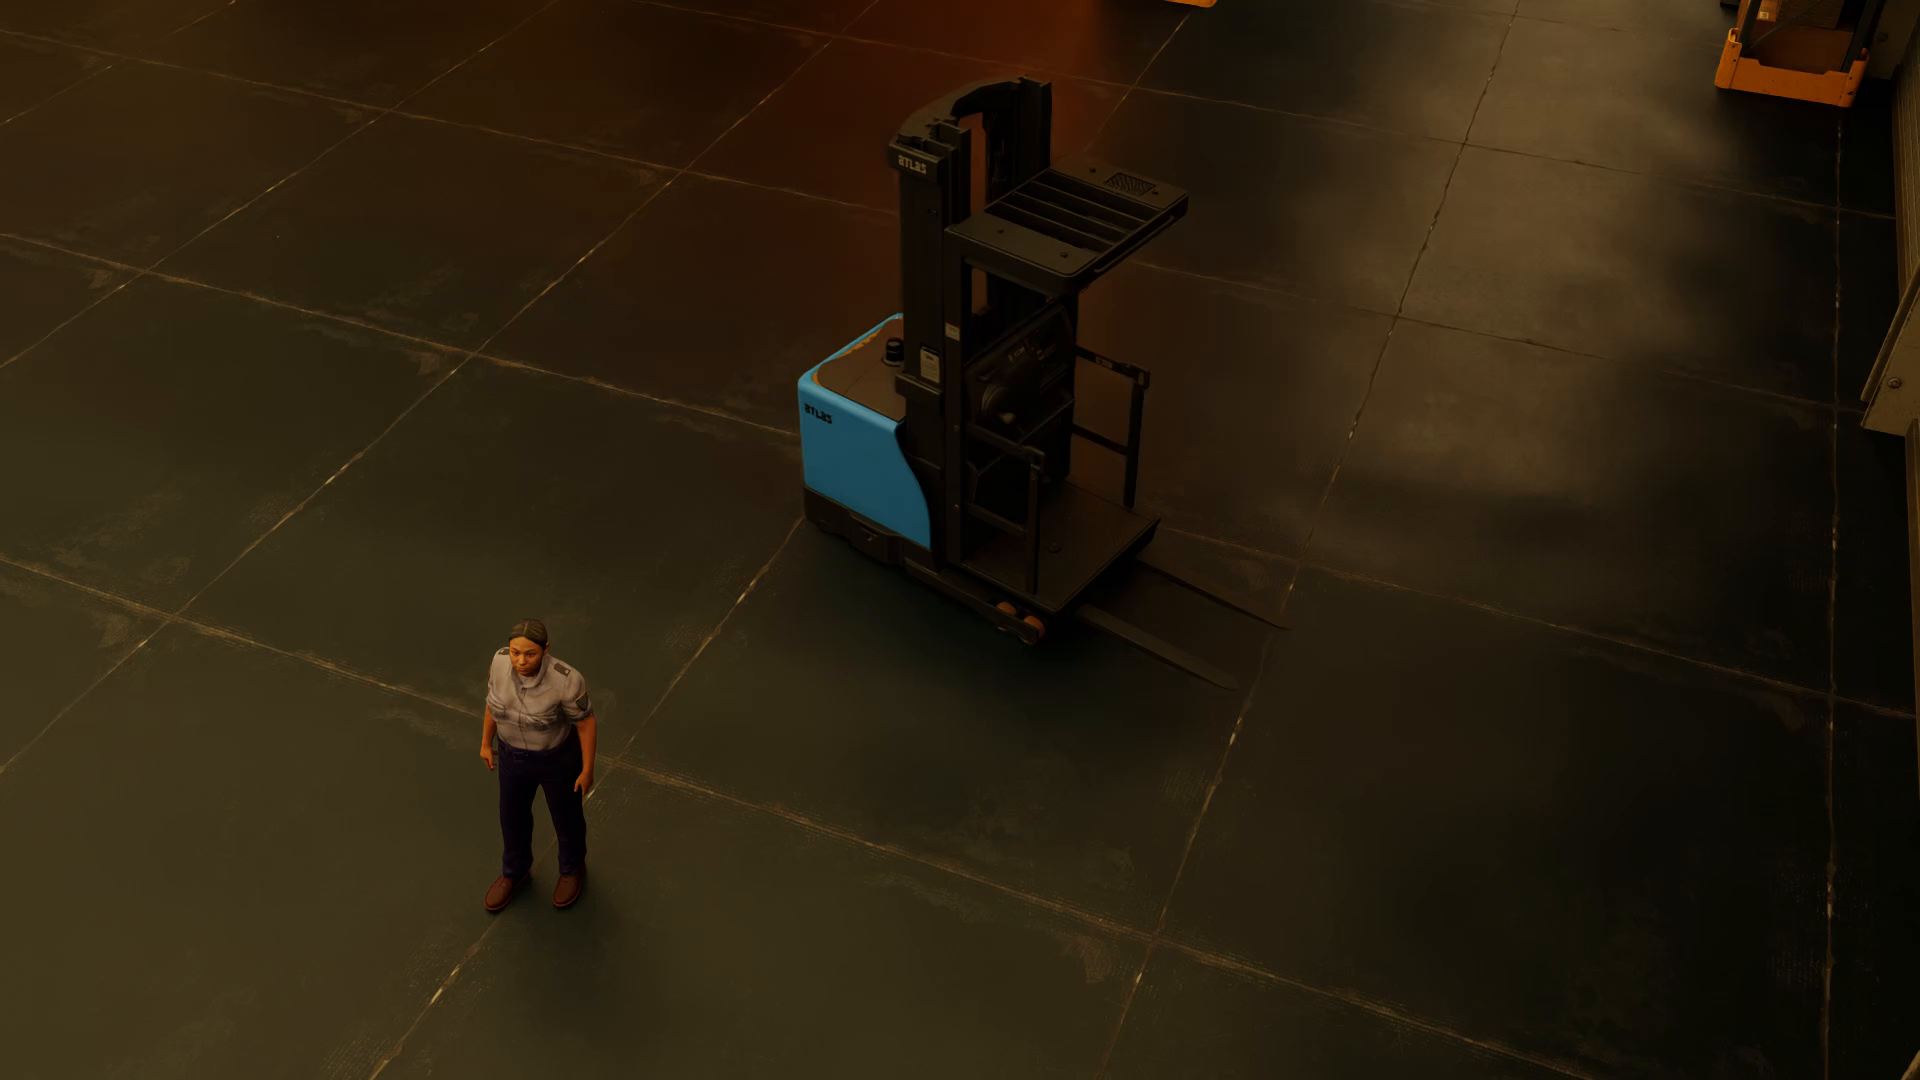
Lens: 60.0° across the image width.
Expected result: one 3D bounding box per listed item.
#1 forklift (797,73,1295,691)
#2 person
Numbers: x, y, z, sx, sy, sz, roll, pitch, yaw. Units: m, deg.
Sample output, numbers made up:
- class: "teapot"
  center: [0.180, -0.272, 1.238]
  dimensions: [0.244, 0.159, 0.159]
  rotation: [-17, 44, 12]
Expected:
- class: "forklift"
  center: [0.497, -0.908, 9.092]
  dimensions: [3.031, 2.935, 1.130]
  rotation: [27, 47, 28]
- class: "person"
  center: [-1.993, 1.071, 7.716]
  dimensions: [0.598, 1.651, 0.502]
  rotation: [10, 41, 12]
